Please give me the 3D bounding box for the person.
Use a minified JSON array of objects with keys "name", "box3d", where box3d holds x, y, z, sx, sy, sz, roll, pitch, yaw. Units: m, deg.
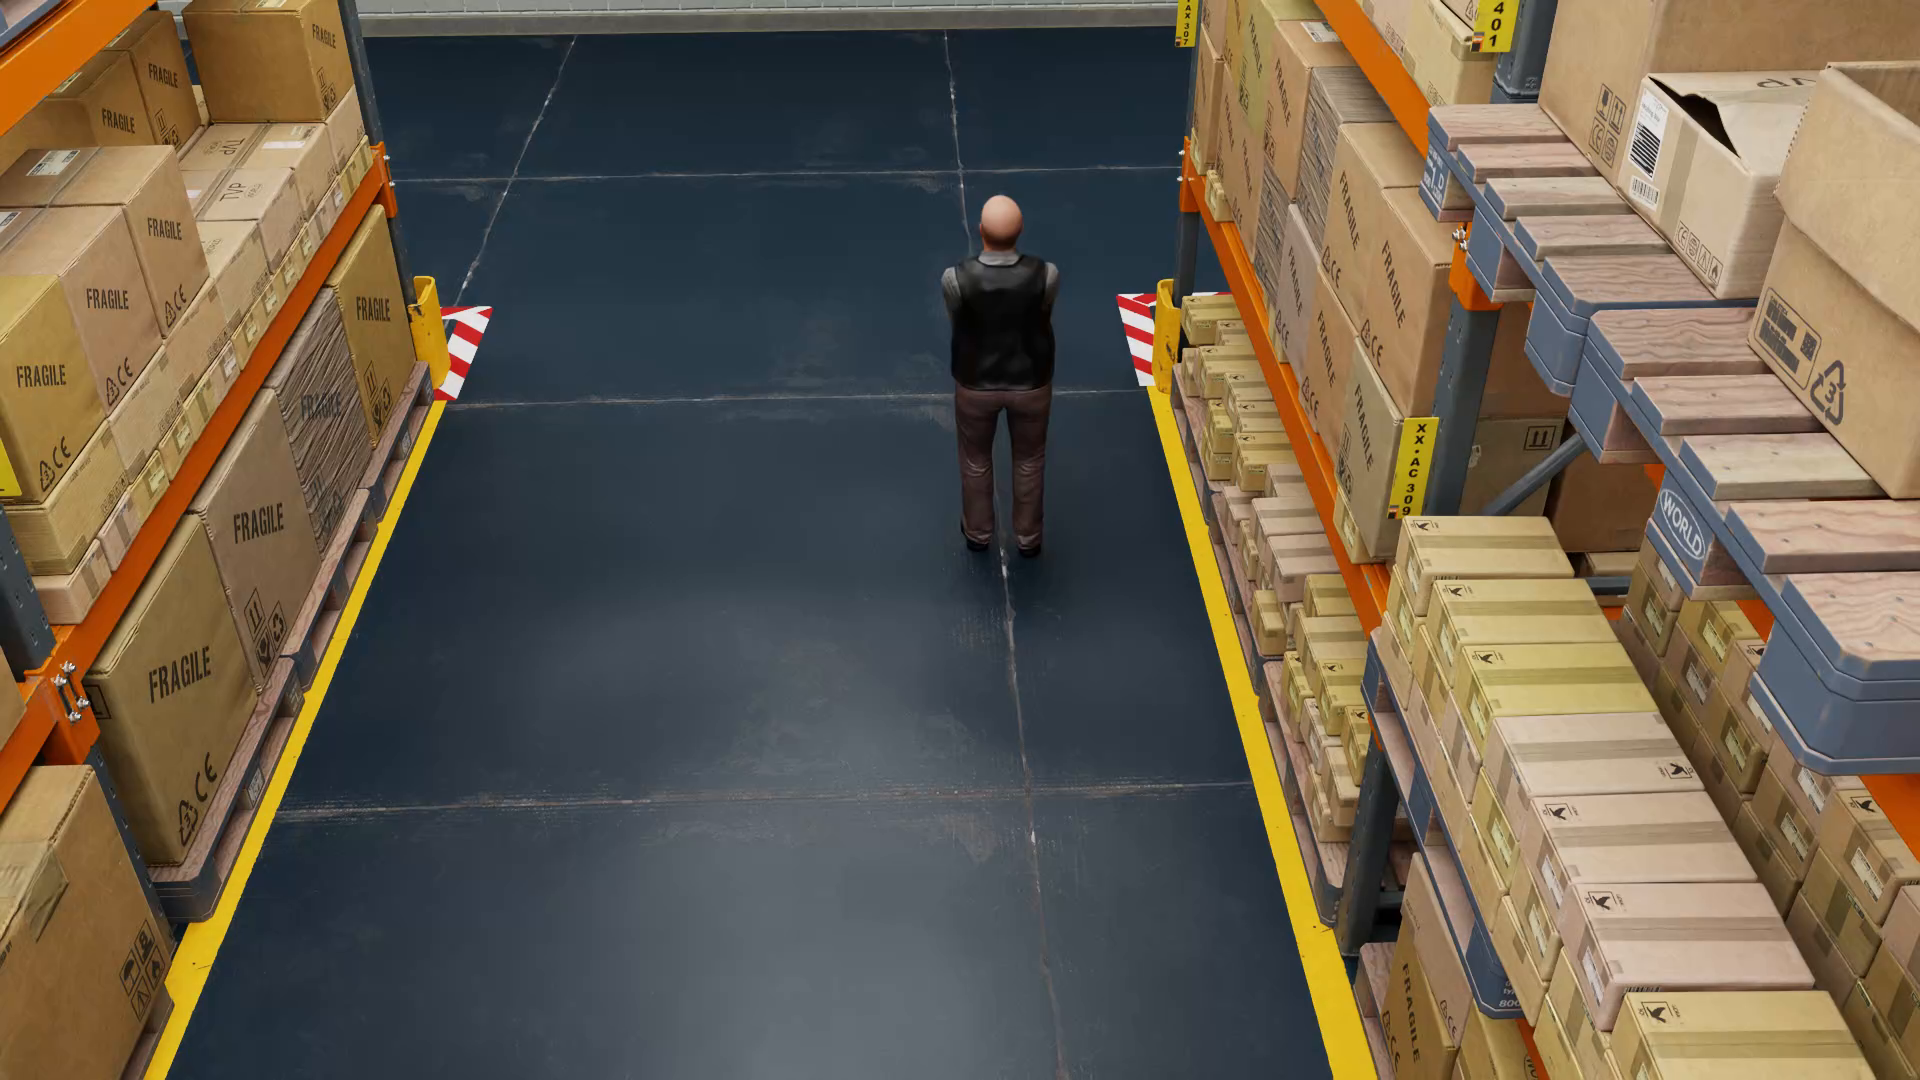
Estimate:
[{"name":"person","box3d":[0.163,-0.728,7.212,0.495,1.718,0.547,-1,35,-2]}]
